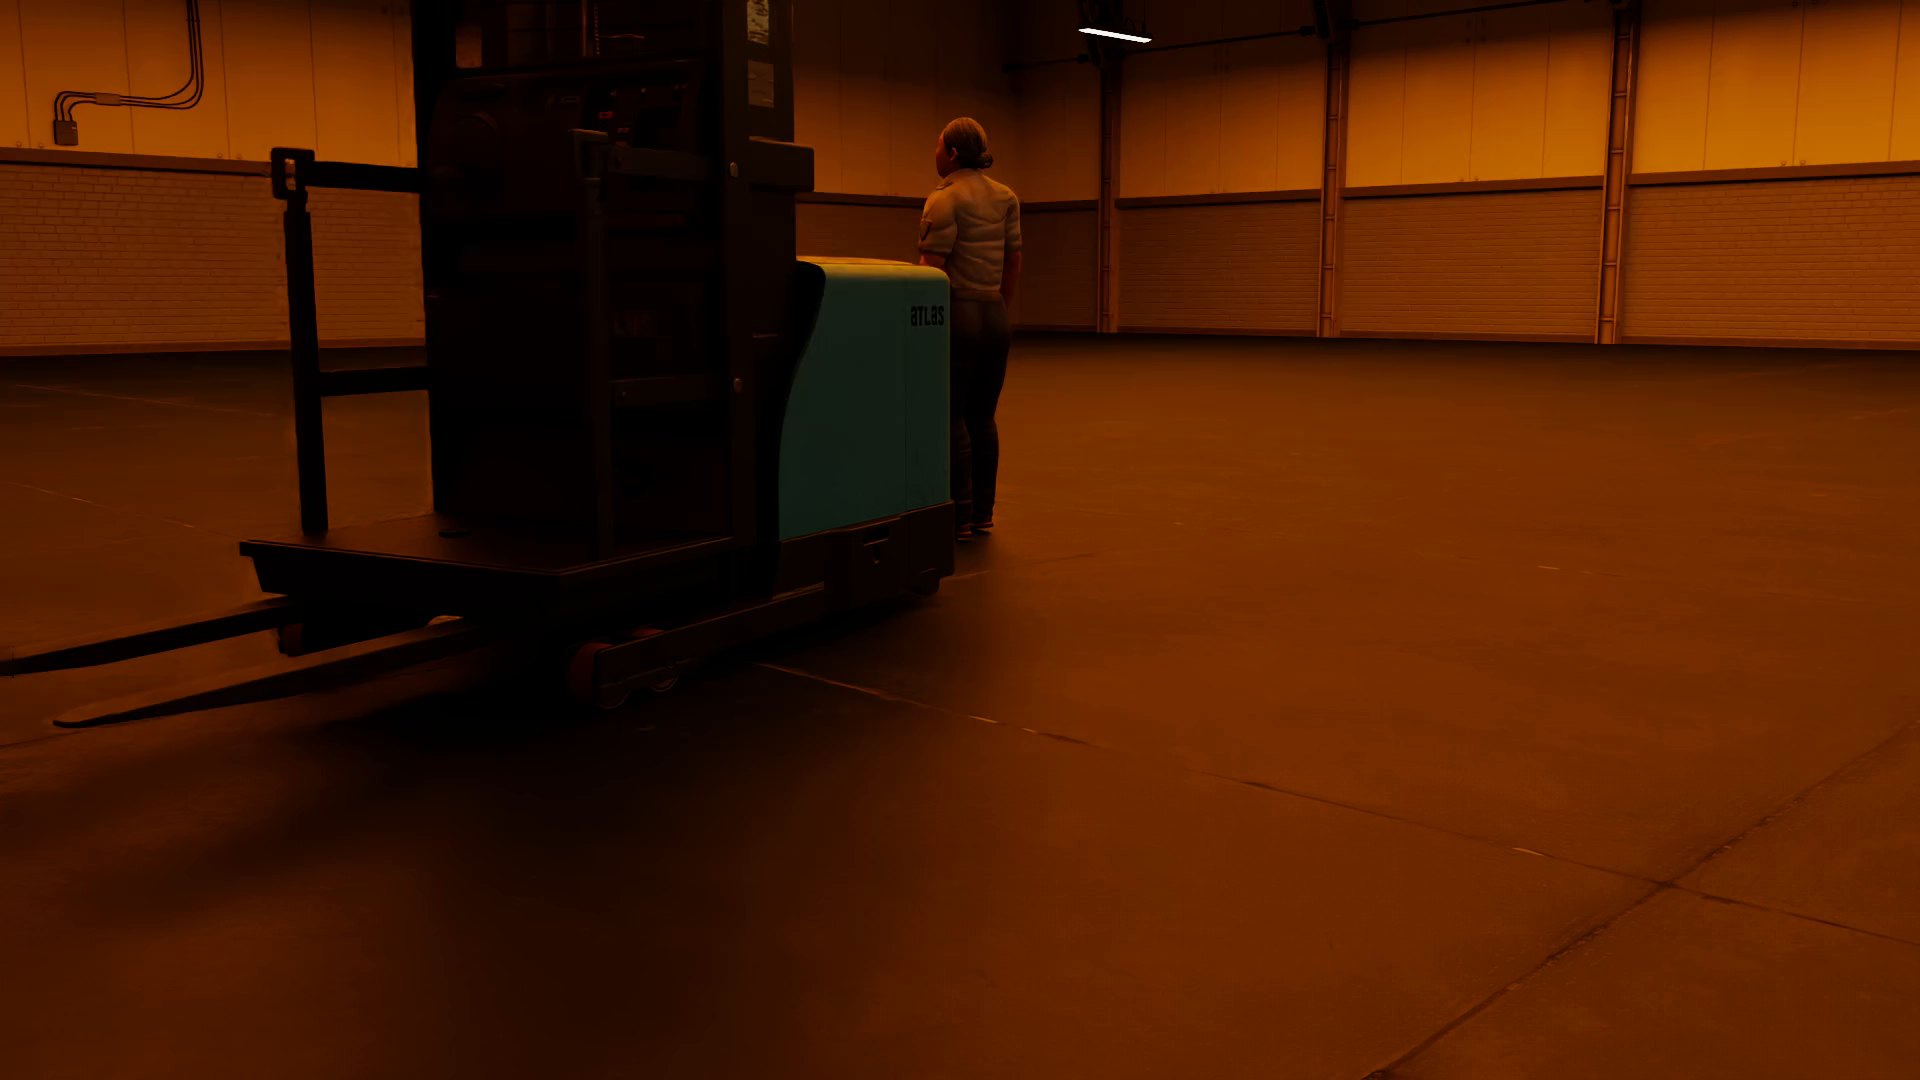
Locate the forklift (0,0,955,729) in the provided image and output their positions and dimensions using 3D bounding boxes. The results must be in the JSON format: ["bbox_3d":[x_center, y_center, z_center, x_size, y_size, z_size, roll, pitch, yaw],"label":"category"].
[{"bbox_3d":[-1.167,-1.116,4.284,1.130,2.935,3.031,5,10,28],"label":"forklift"}]

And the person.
[{"bbox_3d":[-0.049,-0.830,6.671,0.503,1.642,0.599,8,12,43],"label":"person"}]
